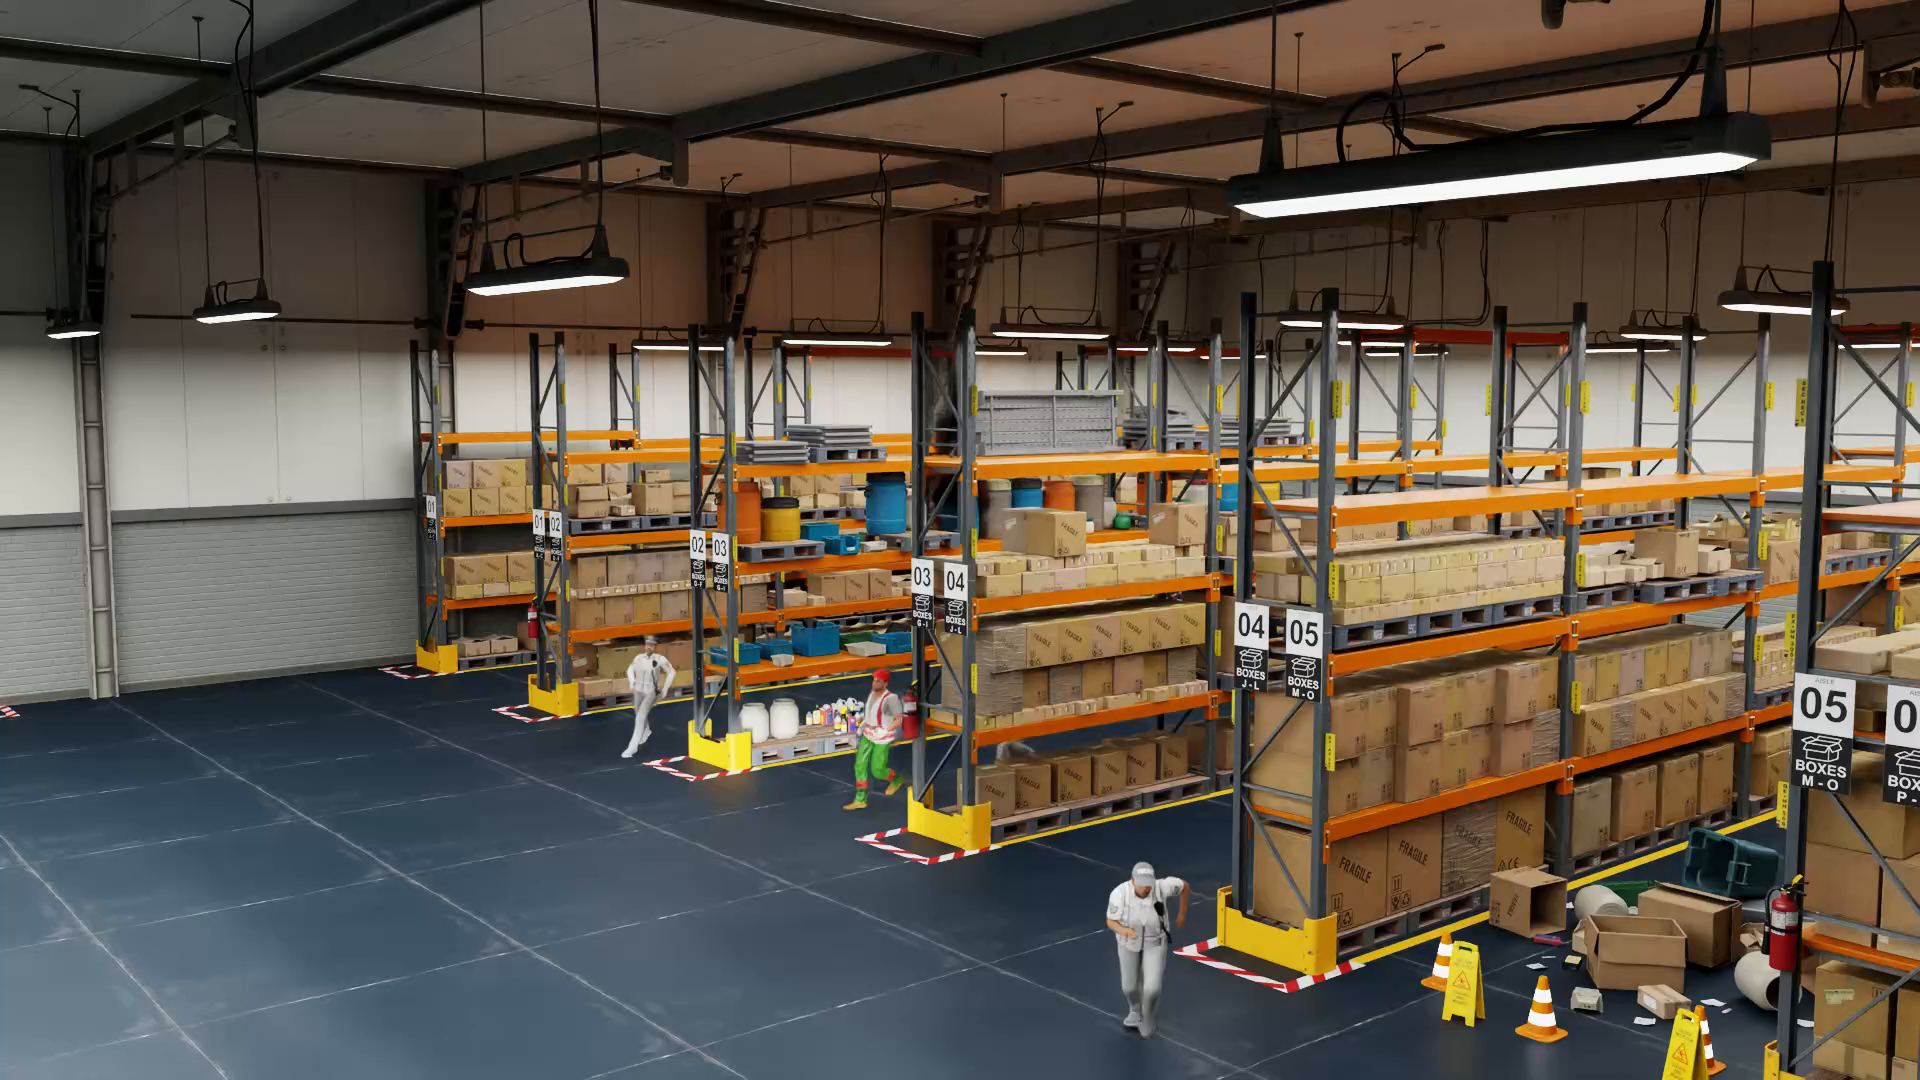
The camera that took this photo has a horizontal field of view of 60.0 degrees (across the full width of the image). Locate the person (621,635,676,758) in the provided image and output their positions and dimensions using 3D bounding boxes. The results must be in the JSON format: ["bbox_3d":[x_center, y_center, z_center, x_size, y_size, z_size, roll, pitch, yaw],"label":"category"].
[{"bbox_3d":[-4.402,2.159,23.405,0.674,1.673,0.918,2,6,19],"label":"person"}]

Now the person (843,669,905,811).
[{"bbox_3d":[-0.933,2.422,20.303,0.844,1.752,0.708,-5,7,-42],"label":"person"}]

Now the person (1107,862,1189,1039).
[{"bbox_3d":[1.474,3.201,13.074,0.640,1.516,0.911,1,5,6],"label":"person"}]

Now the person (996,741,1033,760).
[{"bbox_3d":[0.666,2.289,21.574,0.695,1.763,0.991,5,7,44],"label":"person"}]
